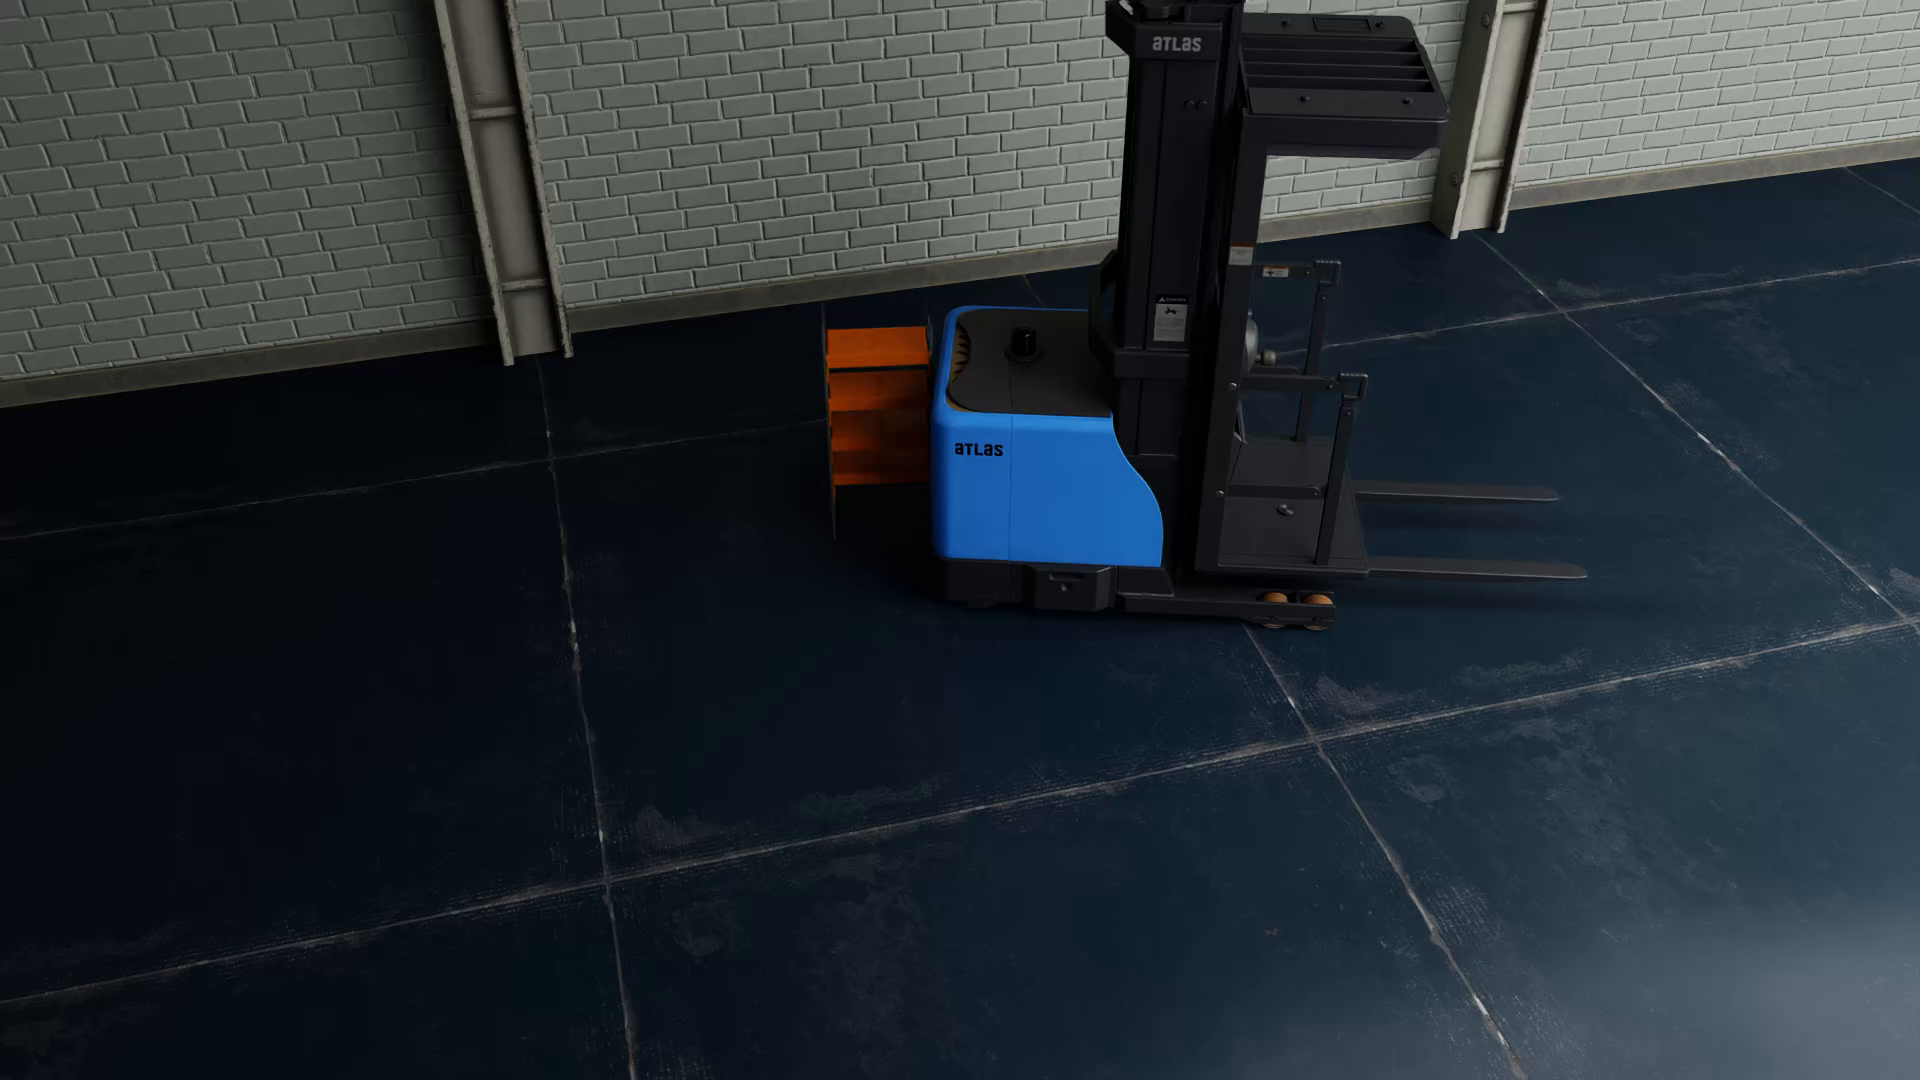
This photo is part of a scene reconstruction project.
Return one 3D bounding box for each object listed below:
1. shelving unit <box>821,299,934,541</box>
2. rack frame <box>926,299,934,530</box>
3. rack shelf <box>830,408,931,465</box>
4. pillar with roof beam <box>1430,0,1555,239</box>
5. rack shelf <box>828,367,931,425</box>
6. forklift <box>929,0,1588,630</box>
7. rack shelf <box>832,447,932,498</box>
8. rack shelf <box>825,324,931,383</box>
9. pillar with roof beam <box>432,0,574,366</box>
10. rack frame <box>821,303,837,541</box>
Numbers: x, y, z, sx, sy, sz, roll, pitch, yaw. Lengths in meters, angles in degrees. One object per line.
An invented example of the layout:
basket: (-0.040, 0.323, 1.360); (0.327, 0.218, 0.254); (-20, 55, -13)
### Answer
shelving unit: (-0.383, -0.558, 7.971); (0.503, 1.200, 0.258); (-3, 37, -3)
rack frame: (-0.140, -0.569, 7.986); (0.015, 1.200, 0.240); (-3, 37, -3)
rack shelf: (-0.383, -0.505, 8.012); (0.480, 0.148, 0.258); (-3, 37, -3)
pillar with roof beam: (4.449, -3.119, 4.901); (0.400, 9.000, 9.100); (-9, 38, -12)
rack shelf: (-0.383, -0.682, 7.876); (0.480, 0.148, 0.258); (-3, 37, -3)
forklift: (1.400, -1.084, 7.234); (3.031, 2.935, 1.130); (2, 37, 3)
rack shelf: (-0.383, -0.347, 8.133); (0.480, 0.148, 0.258); (-3, 37, -3)
rack shelf: (-0.383, -0.870, 7.733); (0.480, 0.148, 0.258); (-3, 37, -3)
pillar with roof beam: (-1.343, -2.169, 3.658); (0.400, 9.000, 9.100); (-9, 38, -12)
rack frame: (-0.627, -0.547, 7.957); (0.015, 1.200, 0.240); (-3, 37, -3)
